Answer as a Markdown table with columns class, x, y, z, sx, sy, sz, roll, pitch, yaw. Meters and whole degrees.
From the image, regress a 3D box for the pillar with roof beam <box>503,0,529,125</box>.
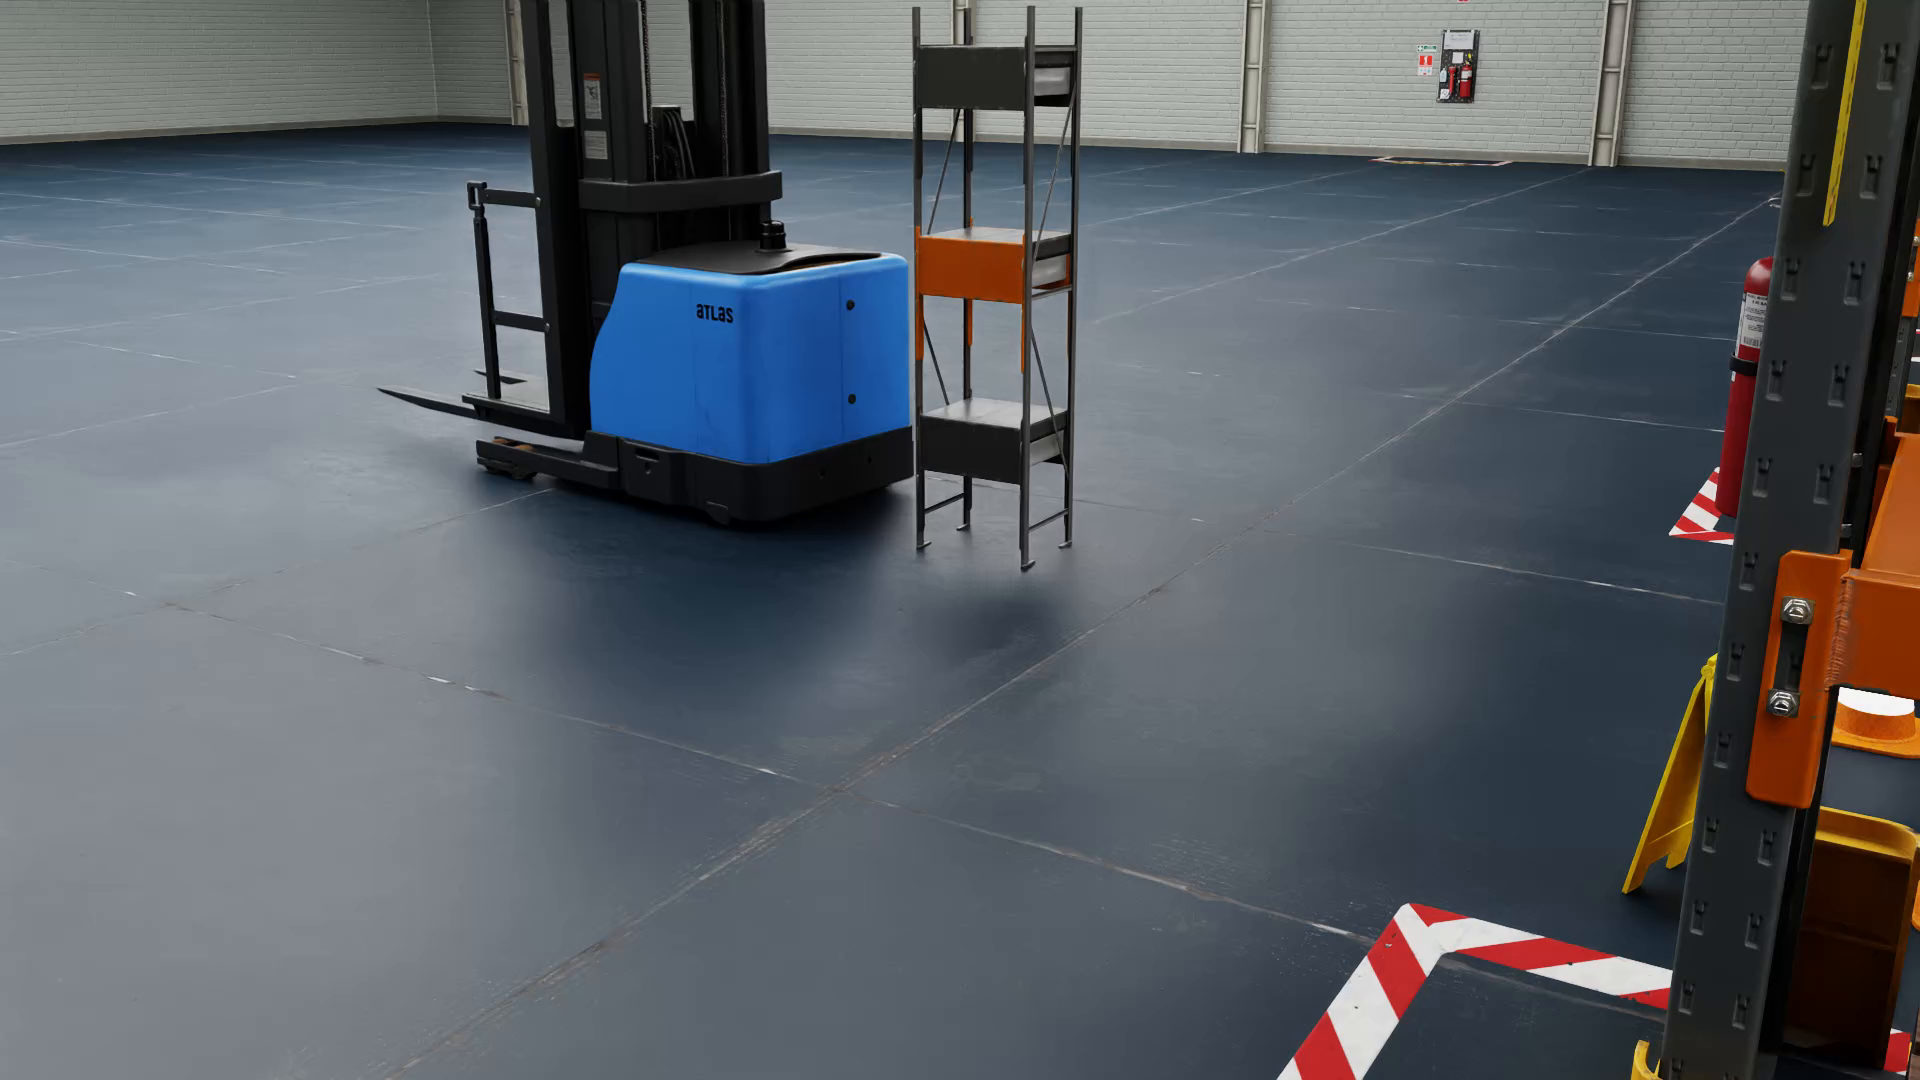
| class | x | y | z | sx | sy | sz | roll | pitch | yaw |
| --- | --- | --- | --- | --- | --- | --- | --- | --- | --- |
| pillar with roof beam | -12.413 | -12.890 | 33.832 | 0.400 | 9.000 | 9.100 | 10 | 20 | 30 |

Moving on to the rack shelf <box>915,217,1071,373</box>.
| class | x | y | z | sx | sy | sz | roll | pitch | yaw |
| --- | --- | --- | --- | --- | --- | --- | --- | --- | --- |
| rack shelf | 0.141 | -0.966 | 6.497 | 0.480 | 0.518 | 0.431 | 10 | 20 | 30 |

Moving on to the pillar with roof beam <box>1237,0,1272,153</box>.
| class | x | y | z | sx | sy | sz | roll | pitch | yaw |
| --- | --- | --- | --- | --- | --- | --- | --- | --- | --- |
| pillar with roof beam | 2.925 | -10.152 | 24.819 | 0.400 | 9.000 | 9.100 | 10 | 20 | 30 |

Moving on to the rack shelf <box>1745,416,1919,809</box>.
| class | x | y | z | sx | sy | sz | roll | pitch | yaw |
| --- | --- | --- | --- | --- | --- | --- | --- | --- | --- |
| rack shelf | 3.095 | 0.369 | 1.744 | 4.000 | 0.370 | 1.077 | 10 | 20 | 30 |

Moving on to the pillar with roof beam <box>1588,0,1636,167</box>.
| class | x | y | z | sx | sy | sz | roll | pitch | yaw |
| --- | --- | --- | --- | --- | --- | --- | --- | --- | --- |
| pillar with roof beam | 8.038 | -9.239 | 21.814 | 0.400 | 9.000 | 9.100 | 10 | 20 | 30 |

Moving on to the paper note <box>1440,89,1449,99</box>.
| class | x | y | z | sx | sy | sz | roll | pitch | yaw |
| --- | --- | --- | --- | --- | --- | --- | --- | --- | --- |
| paper note | 8.090 | -7.443 | 27.738 | 0.142 | 0.148 | 0.016 | 10 | 20 | 30 |

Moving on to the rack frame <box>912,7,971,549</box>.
| class | x | y | z | sx | sy | sz | roll | pitch | yaw |
| --- | --- | --- | --- | --- | --- | --- | --- | --- | --- |
| rack frame | -0.067 | -1.017 | 6.615 | 0.015 | 2.100 | 0.400 | 10 | 20 | 30 |

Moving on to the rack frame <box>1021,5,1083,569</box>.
| class | x | y | z | sx | sy | sz | roll | pitch | yaw |
| --- | --- | --- | --- | --- | --- | --- | --- | --- | --- |
| rack frame | 0.349 | -0.942 | 6.371 | 0.015 | 2.100 | 0.400 | 10 | 20 | 30 |

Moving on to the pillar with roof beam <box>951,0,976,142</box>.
| class | x | y | z | sx | sy | sz | roll | pitch | yaw |
| --- | --- | --- | --- | --- | --- | --- | --- | --- | --- |
| pillar with roof beam | -2.188 | -11.064 | 27.823 | 0.400 | 9.000 | 9.100 | 10 | 20 | 30 |

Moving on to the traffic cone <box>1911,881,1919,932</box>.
| class | x | y | z | sx | sy | sz | roll | pitch | yaw |
| --- | --- | --- | --- | --- | --- | --- | --- | --- | --- |
| traffic cone | 2.433 | 0.680 | 3.846 | 0.334 | 0.463 | 0.336 | 10 | 20 | 30 |

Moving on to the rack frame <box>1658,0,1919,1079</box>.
| class | x | y | z | sx | sy | sz | roll | pitch | yaw |
| --- | --- | --- | --- | --- | --- | --- | --- | --- | --- |
| rack frame | 1.391 | -0.280 | 2.641 | 0.127 | 3.000 | 1.000 | 10 | 20 | 30 |

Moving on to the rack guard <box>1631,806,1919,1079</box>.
| class | x | y | z | sx | sy | sz | roll | pitch | yaw |
| --- | --- | --- | --- | --- | --- | --- | --- | --- | --- |
| rack guard | 1.456 | 0.928 | 2.966 | 0.348 | 0.500 | 1.175 | 10 | 20 | 30 |

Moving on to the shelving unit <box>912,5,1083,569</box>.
| class | x | y | z | sx | sy | sz | roll | pitch | yaw |
| --- | --- | --- | --- | --- | --- | --- | --- | --- | --- |
| shelving unit | 0.141 | -0.979 | 6.493 | 0.503 | 2.100 | 0.431 | 10 | 20 | 30 |

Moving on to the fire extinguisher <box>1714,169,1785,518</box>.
| class | x | y | z | sx | sy | sz | roll | pitch | yaw |
| --- | --- | --- | --- | --- | --- | --- | --- | --- | --- |
| fire extinguisher | 1.535 | -0.374 | 3.085 | 0.183 | 0.674 | 0.296 | 10 | 20 | 30 |

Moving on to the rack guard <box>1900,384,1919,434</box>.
| class | x | y | z | sx | sy | sz | roll | pitch | yaw |
| --- | --- | --- | --- | --- | --- | --- | --- | --- | --- |
| rack guard | 3.875 | -0.329 | 7.103 | 0.348 | 0.500 | 1.175 | 10 | 20 | 30 |

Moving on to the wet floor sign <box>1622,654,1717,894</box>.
| class | x | y | z | sx | sy | sz | roll | pitch | yaw |
| --- | --- | --- | --- | --- | --- | --- | --- | --- | --- |
| wet floor sign | 1.789 | 0.553 | 3.951 | 0.267 | 0.644 | 0.232 | -13 | 21 | -37 |

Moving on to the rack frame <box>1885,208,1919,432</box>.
| class | x | y | z | sx | sy | sz | roll | pitch | yaw |
| --- | --- | --- | --- | --- | --- | --- | --- | --- | --- |
| rack frame | 3.896 | -1.521 | 6.728 | 0.127 | 3.000 | 1.000 | 10 | 20 | 30 |

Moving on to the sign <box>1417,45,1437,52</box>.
| class | x | y | z | sx | sy | sz | roll | pitch | yaw |
| --- | --- | --- | --- | --- | --- | --- | --- | --- | --- |
| sign | 7.787 | -8.197 | 27.734 | 0.331 | 0.109 | 0.001 | 10 | 20 | 30 |

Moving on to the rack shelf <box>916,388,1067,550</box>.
| class | x | y | z | sx | sy | sz | roll | pitch | yaw |
| --- | --- | --- | --- | --- | --- | --- | --- | --- | --- |
| rack shelf | 0.141 | -0.297 | 6.701 | 0.480 | 0.518 | 0.431 | 10 | 20 | 30 |

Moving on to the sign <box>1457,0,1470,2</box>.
| class | x | y | z | sx | sy | sz | roll | pitch | yaw |
| --- | --- | --- | --- | --- | --- | --- | --- | --- | --- |
| sign | 8.250 | -8.955 | 27.213 | 0.199 | 0.298 | 0.001 | 10 | 20 | 30 |

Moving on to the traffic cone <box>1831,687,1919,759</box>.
| class | x | y | z | sx | sy | sz | roll | pitch | yaw |
| --- | --- | --- | --- | --- | --- | --- | --- | --- | --- |
| traffic cone | 2.724 | 0.353 | 4.921 | 0.334 | 0.463 | 0.336 | 10 | 20 | 30 |

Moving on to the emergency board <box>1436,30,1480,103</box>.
| class | x | y | z | sx | sy | sz | roll | pitch | yaw |
| --- | --- | --- | --- | --- | --- | --- | --- | --- | --- |
| emergency board | 8.205 | -7.820 | 27.465 | 0.643 | 1.169 | 0.194 | 10 | 20 | 30 |

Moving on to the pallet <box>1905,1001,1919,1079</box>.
| class | x | y | z | sx | sy | sz | roll | pitch | yaw |
| --- | --- | --- | --- | --- | --- | --- | --- | --- | --- |
| pallet | 2.130 | 1.198 | 2.573 | 1.213 | 0.211 | 1.003 | 10 | 20 | 30 |

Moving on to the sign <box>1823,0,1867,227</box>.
| class | x | y | z | sx | sy | sz | roll | pitch | yaw |
| --- | --- | --- | --- | --- | --- | --- | --- | --- | --- |
| sign | 1.107 | -0.559 | 2.073 | 0.005 | 0.325 | 0.100 | 10 | 20 | 30 |

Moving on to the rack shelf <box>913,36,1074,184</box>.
| class | x | y | z | sx | sy | sz | roll | pitch | yaw |
| --- | --- | --- | --- | --- | --- | --- | --- | --- | --- |
| rack shelf | 0.141 | -1.636 | 6.294 | 0.480 | 0.518 | 0.431 | 10 | 20 | 30 |

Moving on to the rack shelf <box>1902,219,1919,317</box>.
| class | x | y | z | sx | sy | sz | roll | pitch | yaw |
| --- | --- | --- | --- | --- | --- | --- | --- | --- | --- |
| rack shelf | 5.600 | -0.873 | 5.831 | 4.000 | 0.370 | 1.077 | 10 | 20 | 30 |

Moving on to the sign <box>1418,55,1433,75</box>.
| class | x | y | z | sx | sy | sz | roll | pitch | yaw |
| --- | --- | --- | --- | --- | --- | --- | --- | --- | --- |
| sign | 7.788 | -7.947 | 27.820 | 0.234 | 0.329 | 0.001 | 10 | 20 | 30 |

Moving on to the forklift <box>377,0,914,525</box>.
| class | x | y | z | sx | sy | sz | roll | pitch | yaw |
| --- | --- | --- | --- | --- | --- | --- | --- | --- | --- |
| forklift | -1.679 | -1.792 | 7.736 | 3.031 | 2.935 | 1.130 | 13 | 21 | 37 |
